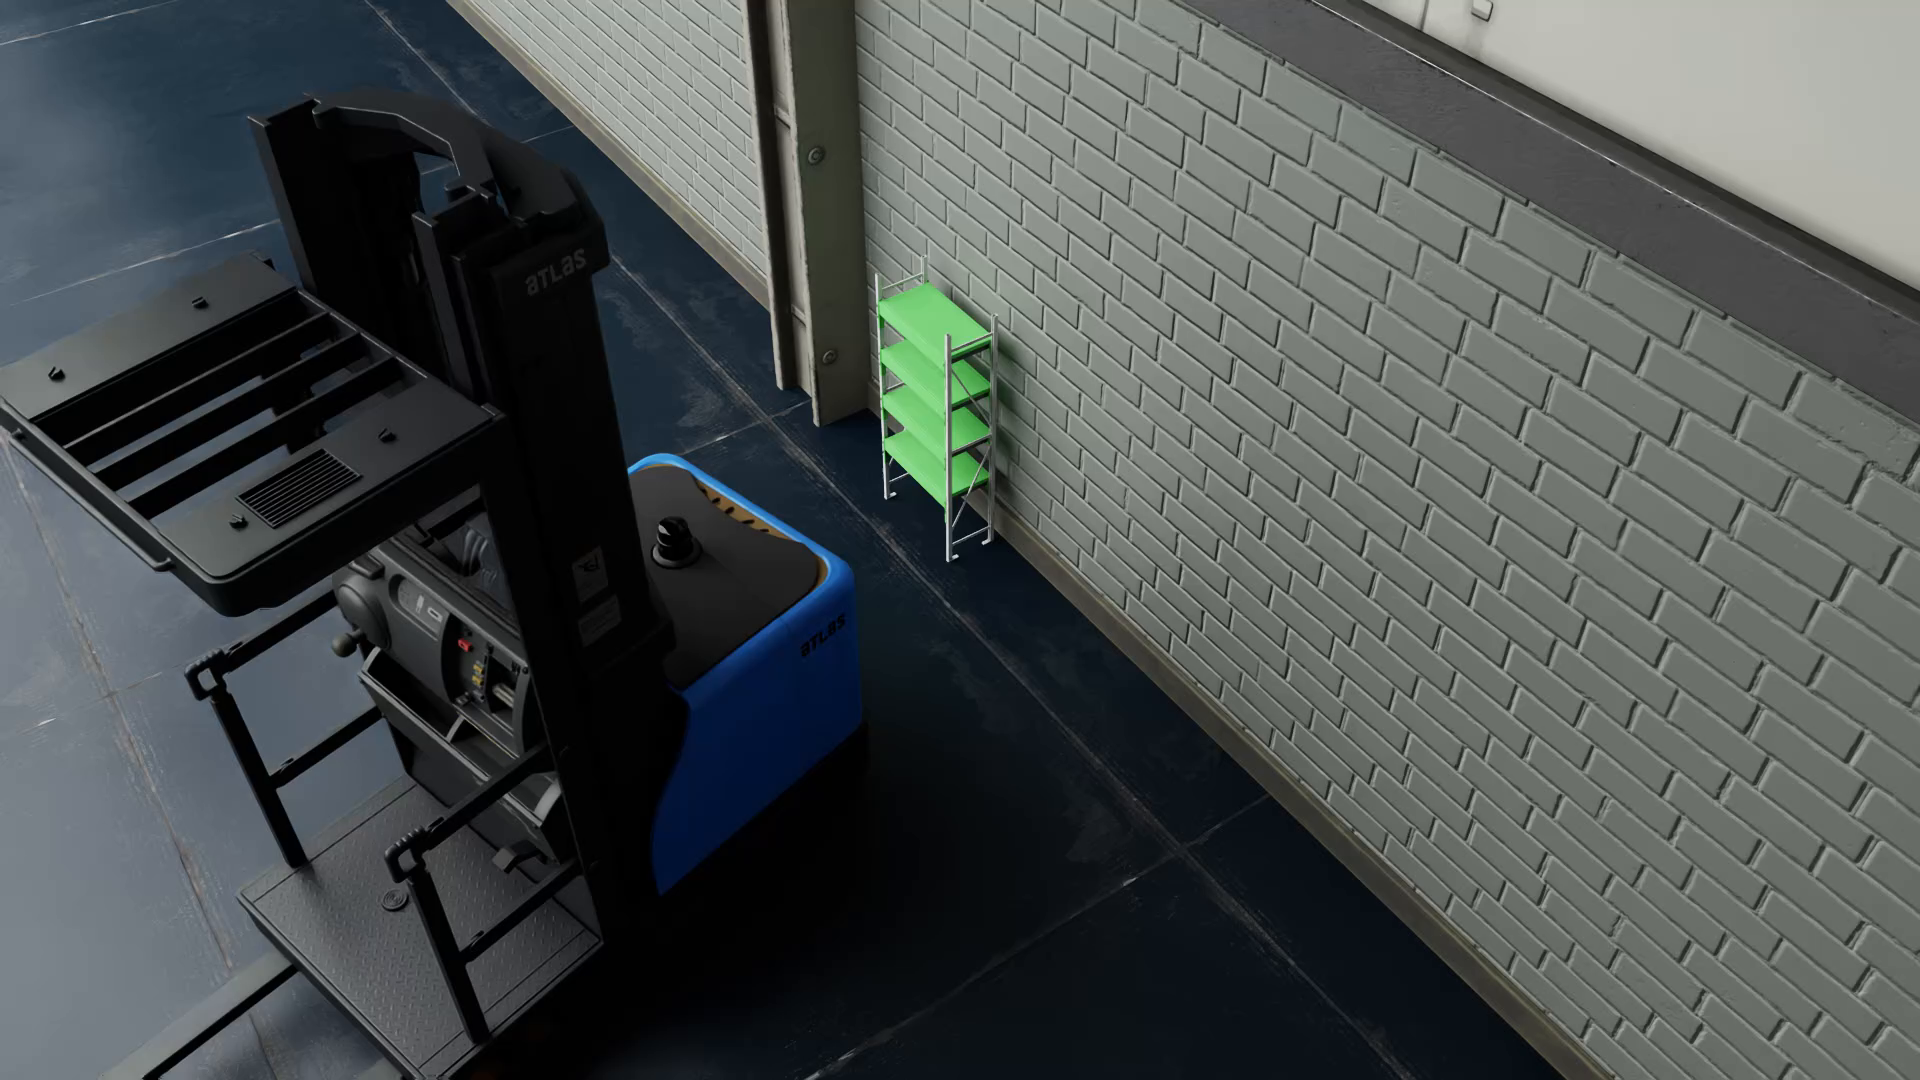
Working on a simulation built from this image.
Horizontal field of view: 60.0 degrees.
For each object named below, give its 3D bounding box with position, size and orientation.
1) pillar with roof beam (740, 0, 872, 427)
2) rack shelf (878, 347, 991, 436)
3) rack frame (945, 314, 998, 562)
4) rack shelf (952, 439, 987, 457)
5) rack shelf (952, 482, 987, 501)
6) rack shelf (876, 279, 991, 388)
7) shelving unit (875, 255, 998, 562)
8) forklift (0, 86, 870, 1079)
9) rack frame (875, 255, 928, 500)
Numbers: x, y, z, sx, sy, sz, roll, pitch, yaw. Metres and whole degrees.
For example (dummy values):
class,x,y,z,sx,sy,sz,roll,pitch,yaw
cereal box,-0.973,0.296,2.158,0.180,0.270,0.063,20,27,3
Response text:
class,x,y,z,sx,sy,sz,roll,pitch,yaw
pillar with roof beam,-4.178,-2.253,3.084,9.100,9.000,0.400,-26,49,-24
rack shelf,-0.095,-0.655,6.803,0.258,0.148,0.480,-26,49,-24
rack frame,0.045,-0.390,6.780,0.240,1.200,0.015,-26,49,-24
rack shelf,-0.095,-0.502,6.949,0.199,0.029,0.442,-26,49,-24
rack shelf,-0.095,-0.329,7.115,0.199,0.029,0.442,-26,49,-24
rack shelf,-0.095,-0.829,6.638,0.258,0.148,0.480,-26,49,-24
shelving unit,-0.095,-0.528,6.925,0.258,1.200,0.503,-26,49,-24
forklift,-1.684,0.362,4.739,1.130,2.935,3.031,31,52,28
rack frame,-0.234,-0.666,7.070,0.240,1.200,0.015,-26,49,-24
